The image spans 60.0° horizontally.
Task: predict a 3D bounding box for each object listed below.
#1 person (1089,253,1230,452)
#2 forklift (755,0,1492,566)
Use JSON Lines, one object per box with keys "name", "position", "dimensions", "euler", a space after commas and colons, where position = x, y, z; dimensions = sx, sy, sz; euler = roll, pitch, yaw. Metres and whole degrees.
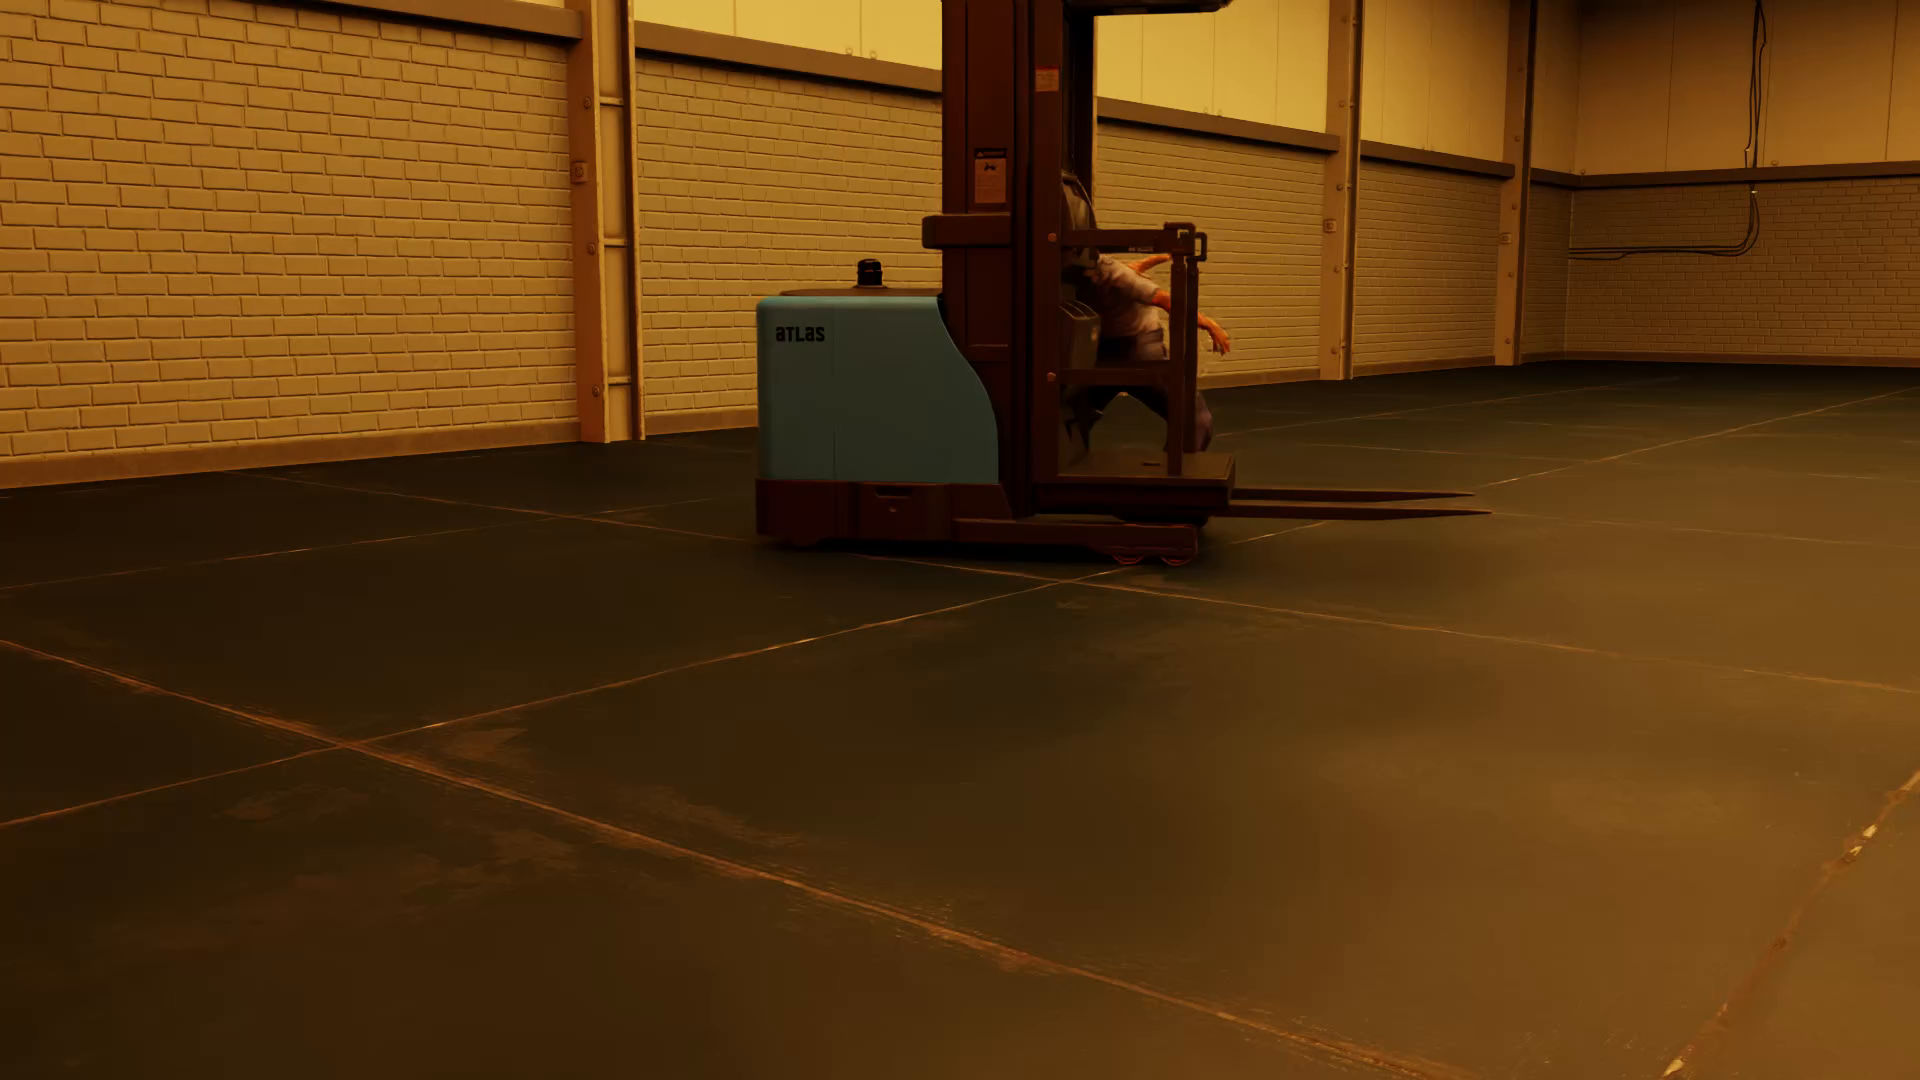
{"name": "person", "position": [0.838, -0.824, 7.889], "dimensions": [0.898, 1.433, 0.787], "euler": [6, 10, 35]}
{"name": "forklift", "position": [0.697, -1.431, 7.058], "dimensions": [3.031, 2.935, 1.130], "euler": [2, 8, 11]}
